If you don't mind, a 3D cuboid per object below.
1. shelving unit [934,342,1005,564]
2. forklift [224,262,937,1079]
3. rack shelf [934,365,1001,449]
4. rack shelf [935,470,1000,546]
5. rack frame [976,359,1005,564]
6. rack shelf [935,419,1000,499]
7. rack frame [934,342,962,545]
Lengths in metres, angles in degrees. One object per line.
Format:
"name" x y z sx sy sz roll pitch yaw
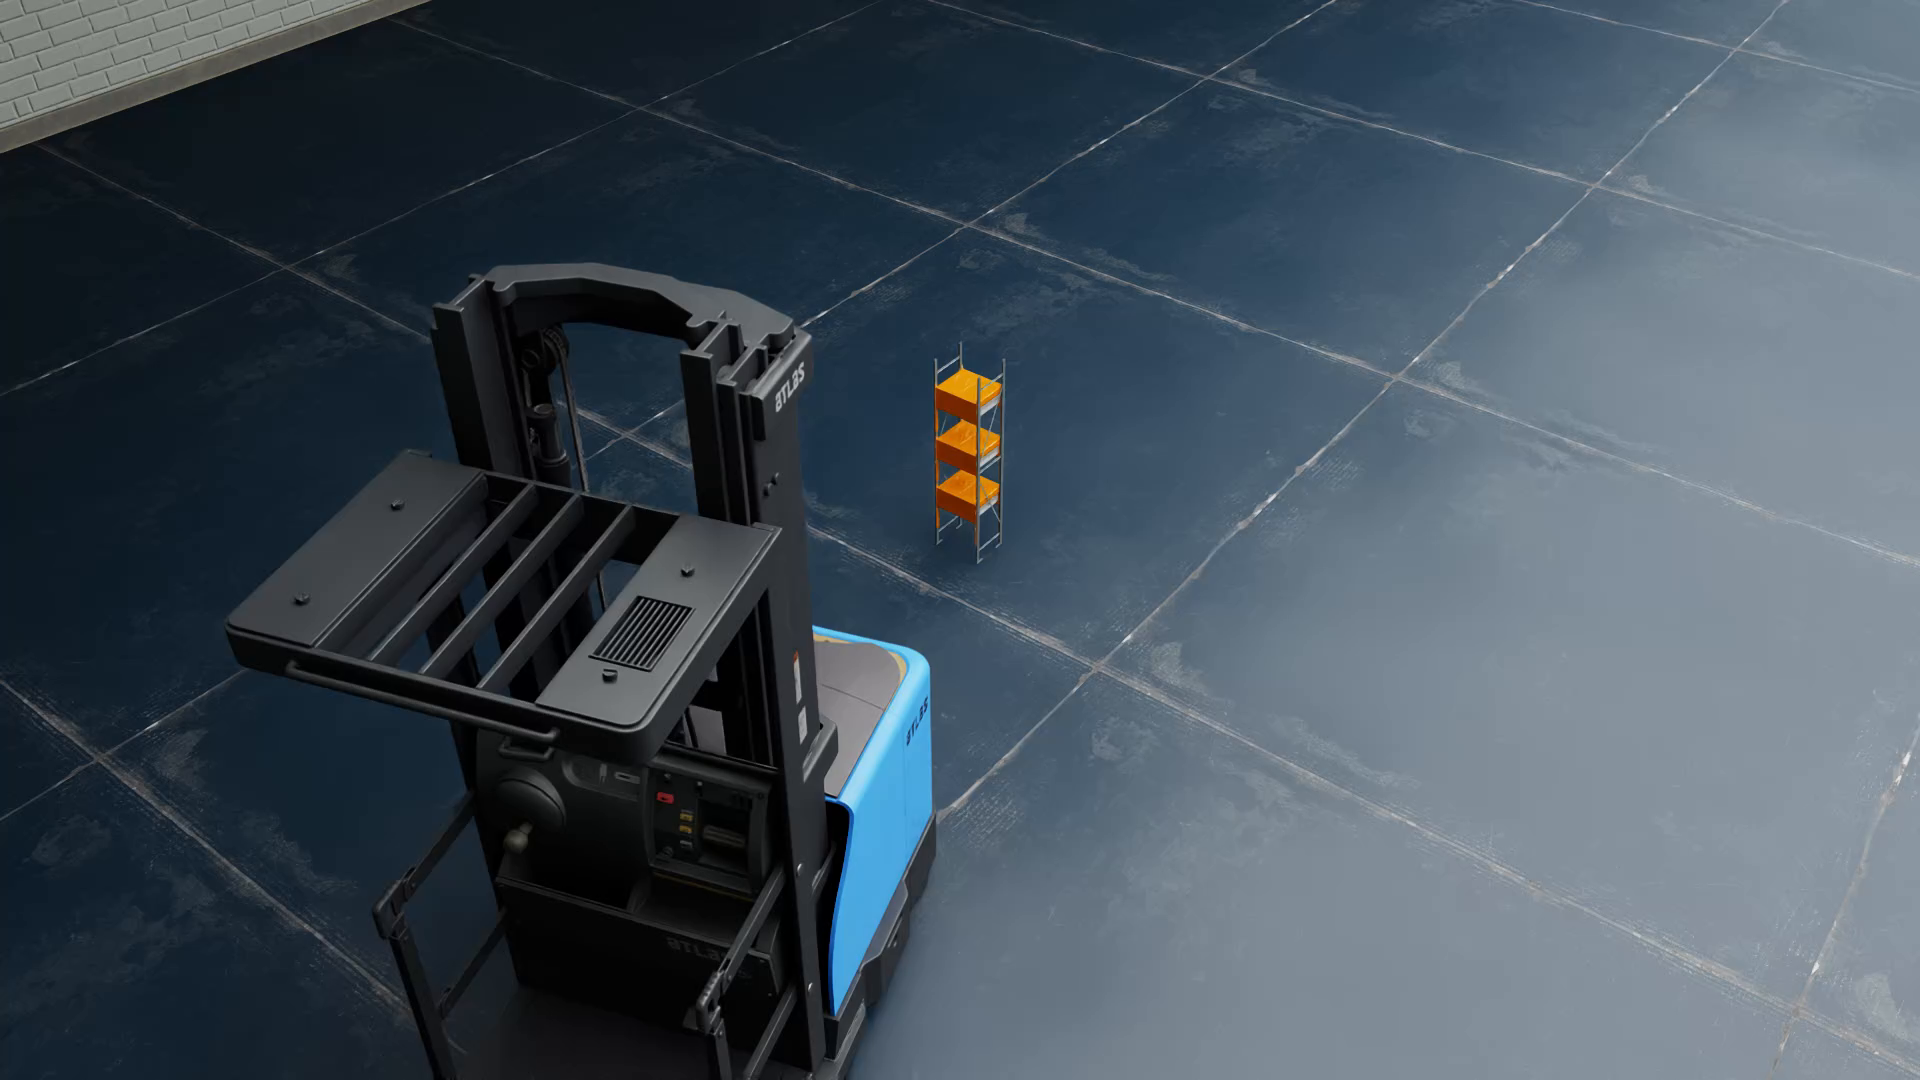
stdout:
"shelving unit" 0.042 -0.393 7.762 0.252 1.050 0.215 25 45 29
"forklift" -1.049 0.849 4.649 1.130 2.935 3.031 12 40 15
"rack shelf" 0.042 -0.608 7.593 0.240 0.259 0.215 25 45 29
"rack shelf" 0.042 -0.166 7.939 0.240 0.259 0.215 25 45 29
"rack frame" 0.139 -0.348 7.703 0.008 1.050 0.200 25 45 29
"rack shelf" 0.042 -0.385 7.768 0.240 0.259 0.215 25 45 29
"rack frame" -0.054 -0.439 7.820 0.008 1.050 0.200 25 45 29
